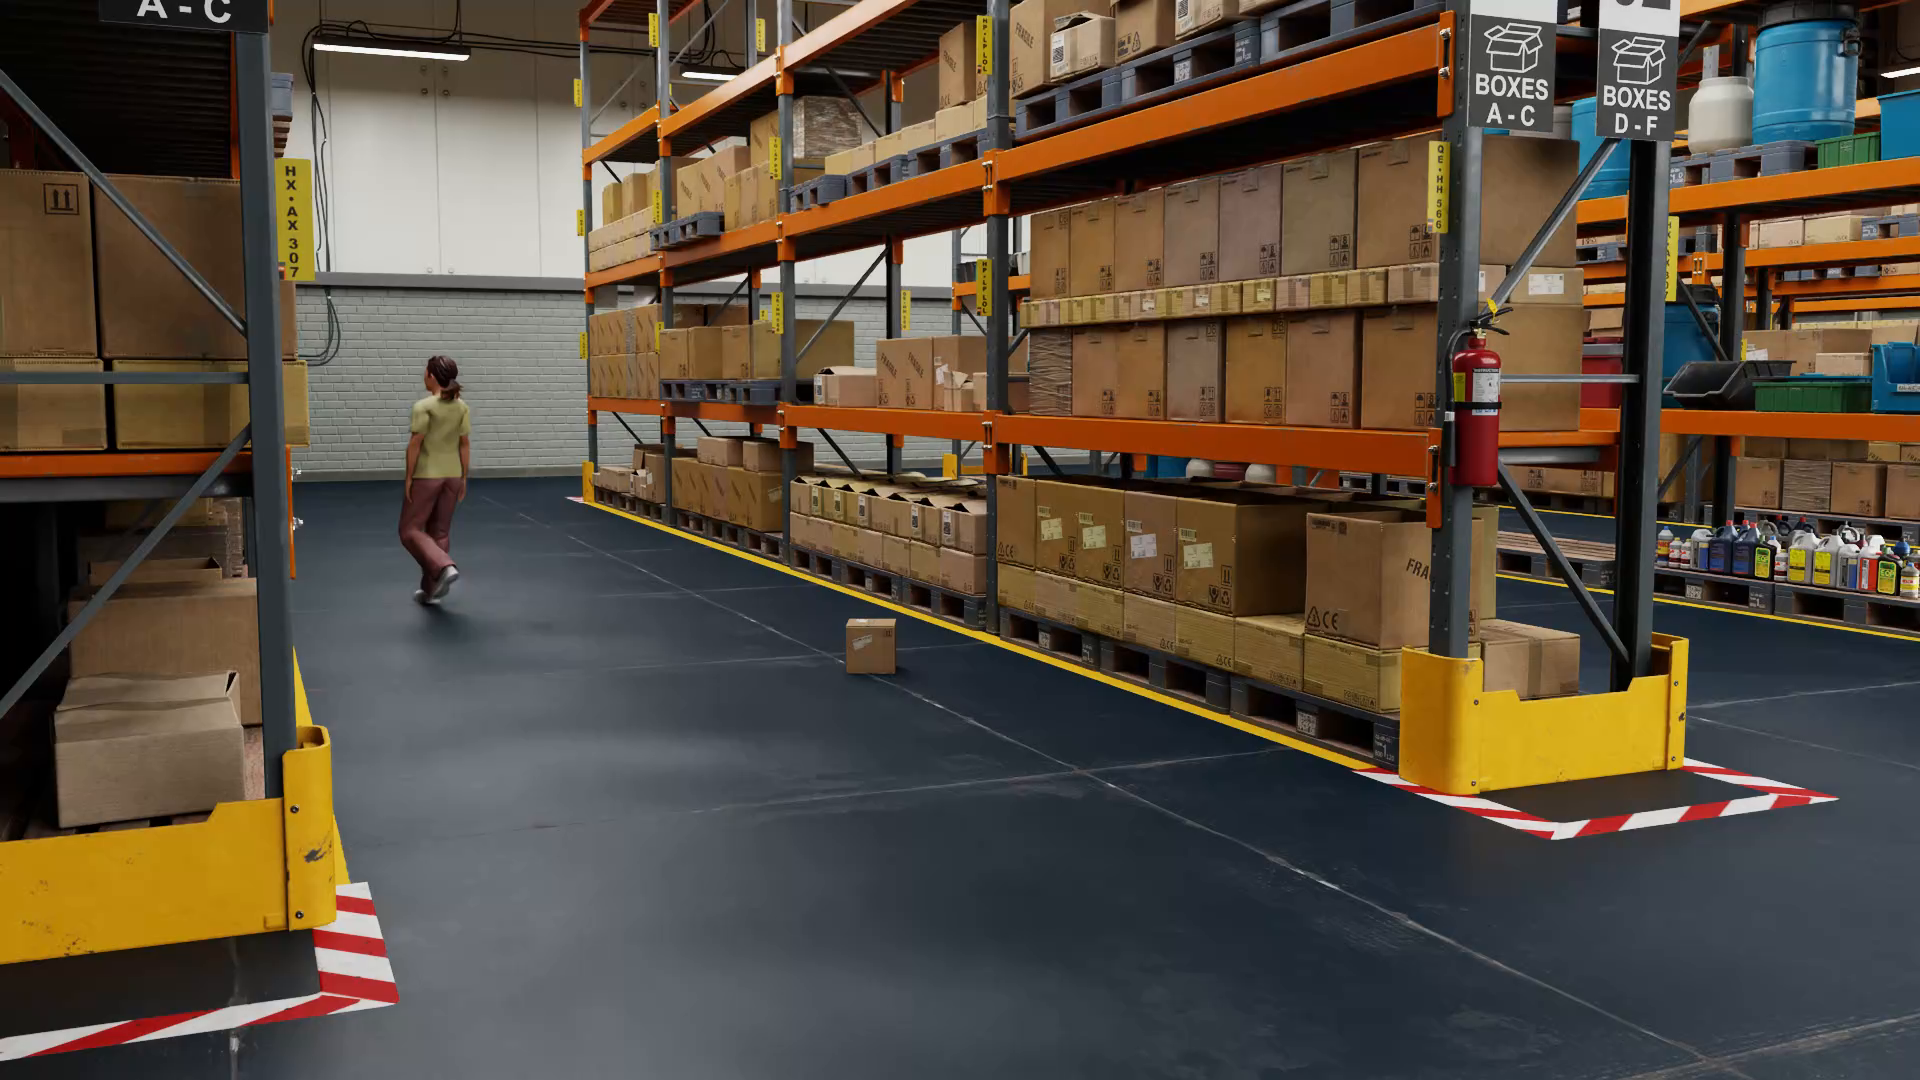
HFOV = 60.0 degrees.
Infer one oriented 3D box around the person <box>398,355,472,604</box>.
[{"bbox_3d":[-3.470,-0.386,10.956,0.742,1.649,0.462,4,7,38],"label":"person"}]
